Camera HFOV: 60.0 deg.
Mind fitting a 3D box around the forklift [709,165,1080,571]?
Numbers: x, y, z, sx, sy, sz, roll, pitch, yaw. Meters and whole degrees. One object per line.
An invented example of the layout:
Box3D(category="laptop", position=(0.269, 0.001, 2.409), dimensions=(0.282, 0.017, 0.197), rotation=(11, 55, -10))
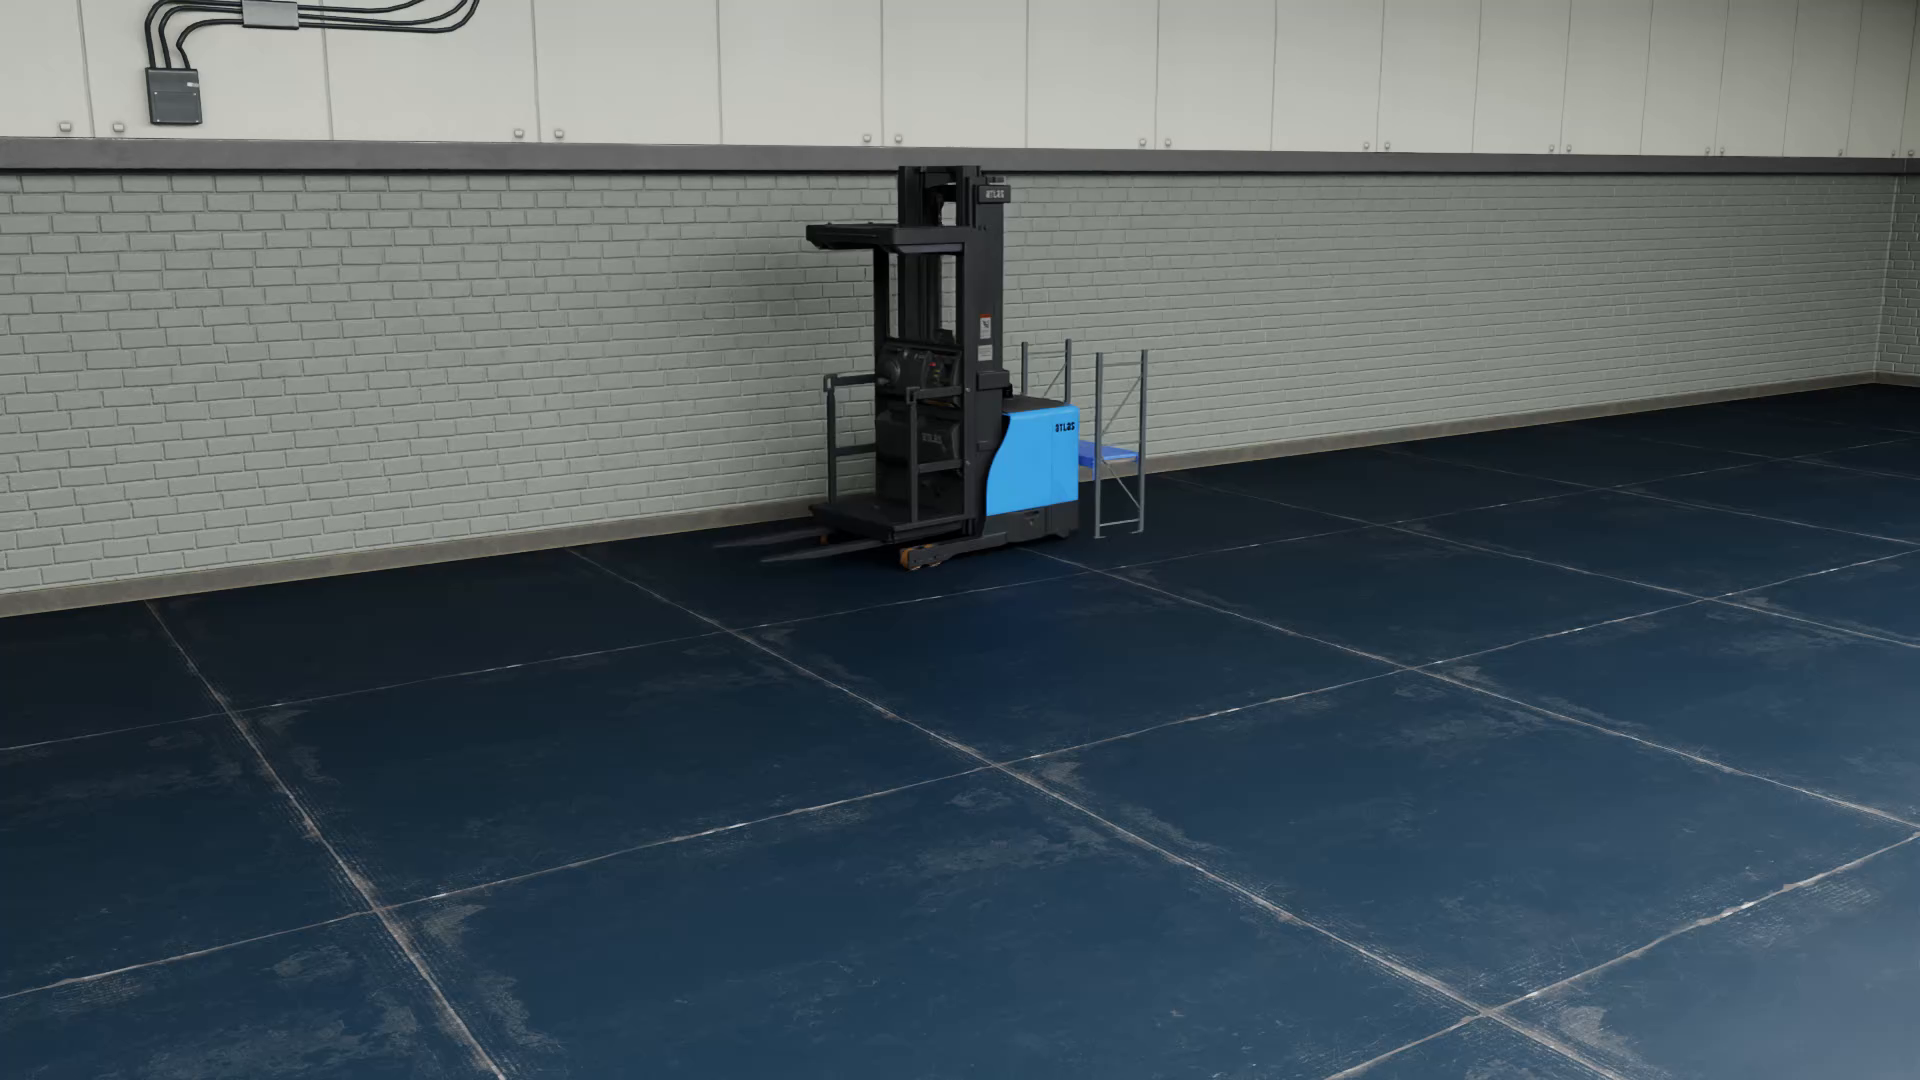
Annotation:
Box3D(category="forklift", position=(-0.473, -1.330, 12.584), dimensions=(3.031, 2.935, 1.130), rotation=(-11, 16, -40))

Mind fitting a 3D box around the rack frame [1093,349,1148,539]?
Box3D(category="rack frame", position=(1.291, -0.774, 13.390), dimensions=(0.500, 1.500, 0.032), rotation=(-8, 15, -32))

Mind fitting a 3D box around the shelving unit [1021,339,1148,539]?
Box3D(category="shelving unit", position=(1.013, -0.865, 13.805), dimensions=(0.538, 1.500, 1.048), rotation=(-8, 15, -32))

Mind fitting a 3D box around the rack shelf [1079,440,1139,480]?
Box3D(category="rack shelf", position=(1.013, -0.689, 13.844), dimensions=(0.538, 0.185, 1.000), rotation=(-8, 15, -32))

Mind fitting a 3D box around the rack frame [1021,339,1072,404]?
Box3D(category="rack frame", position=(0.734, -0.956, 14.221), dimensions=(0.500, 1.500, 0.032), rotation=(-8, 15, -32))
